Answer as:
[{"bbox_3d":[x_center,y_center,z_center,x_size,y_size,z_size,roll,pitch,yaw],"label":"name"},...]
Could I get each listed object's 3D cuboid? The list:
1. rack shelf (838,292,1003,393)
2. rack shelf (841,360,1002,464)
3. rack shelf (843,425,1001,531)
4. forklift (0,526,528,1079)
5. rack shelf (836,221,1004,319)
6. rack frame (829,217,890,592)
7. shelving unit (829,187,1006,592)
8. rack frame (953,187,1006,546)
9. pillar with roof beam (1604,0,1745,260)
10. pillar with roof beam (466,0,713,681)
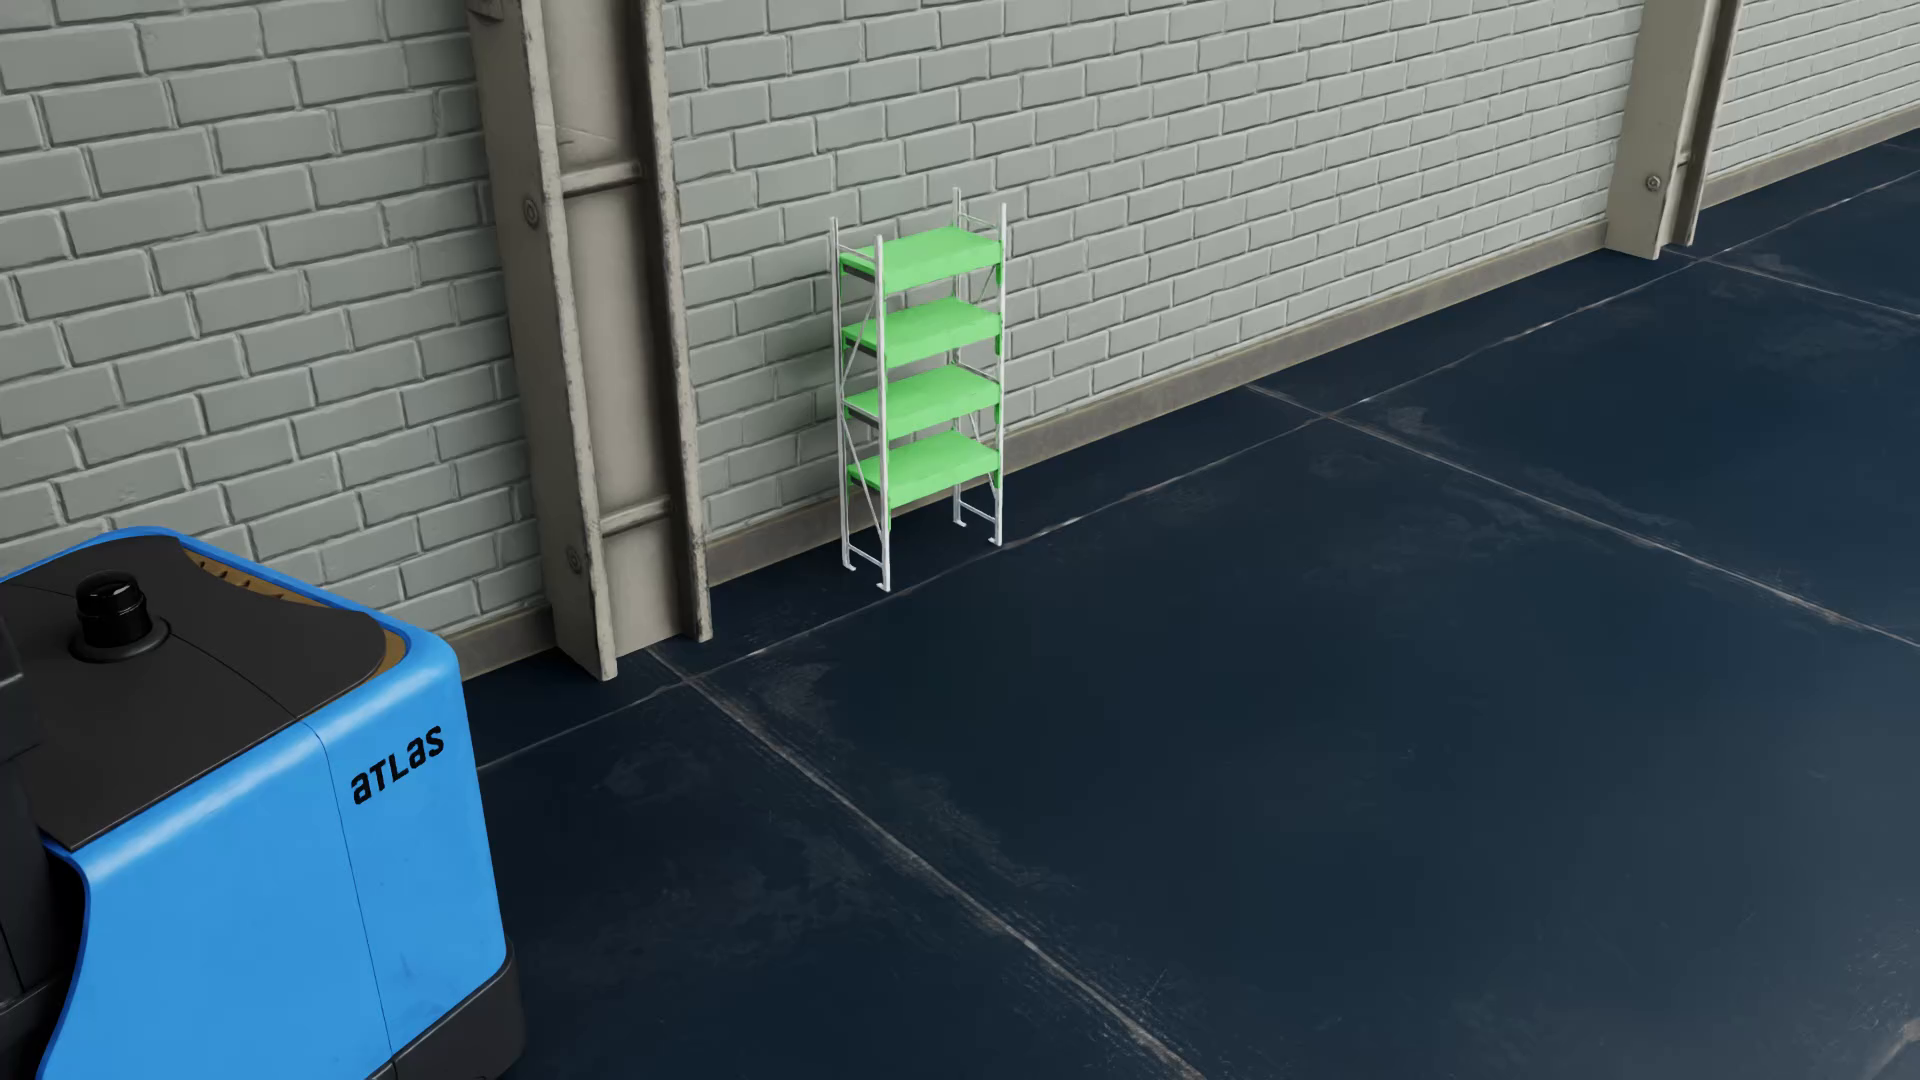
[{"bbox_3d":[-0.126,-0.634,5.289,0.480,0.148,0.258,-22,35,-35],"label":"rack shelf"},{"bbox_3d":[-0.126,-0.422,5.403,0.480,0.148,0.258,-22,35,-35],"label":"rack shelf"},{"bbox_3d":[-0.126,-0.211,5.516,0.480,0.148,0.258,-22,35,-35],"label":"rack shelf"},{"bbox_3d":[-2.140,0.310,2.059,1.130,2.935,3.031,17,32,28],"label":"forklift"},{"bbox_3d":[-0.126,-0.846,5.176,0.480,0.148,0.258,-22,35,-35],"label":"rack shelf"},{"bbox_3d":[-0.312,-0.404,5.233,0.015,1.200,0.240,-22,35,-35],"label":"rack frame"},{"bbox_3d":[-0.126,-0.479,5.372,0.503,1.200,0.258,-22,35,-35],"label":"shelving unit"},{"bbox_3d":[0.060,-0.553,5.512,0.015,1.200,0.240,-22,35,-35],"label":"rack frame"},{"bbox_3d":[6.342,-3.953,3.599,0.400,9.000,9.100,-22,35,-35],"label":"pillar with roof beam"},{"bbox_3d":[1.777,-2.117,0.164,0.400,9.000,9.100,-22,35,-35],"label":"pillar with roof beam"}]
